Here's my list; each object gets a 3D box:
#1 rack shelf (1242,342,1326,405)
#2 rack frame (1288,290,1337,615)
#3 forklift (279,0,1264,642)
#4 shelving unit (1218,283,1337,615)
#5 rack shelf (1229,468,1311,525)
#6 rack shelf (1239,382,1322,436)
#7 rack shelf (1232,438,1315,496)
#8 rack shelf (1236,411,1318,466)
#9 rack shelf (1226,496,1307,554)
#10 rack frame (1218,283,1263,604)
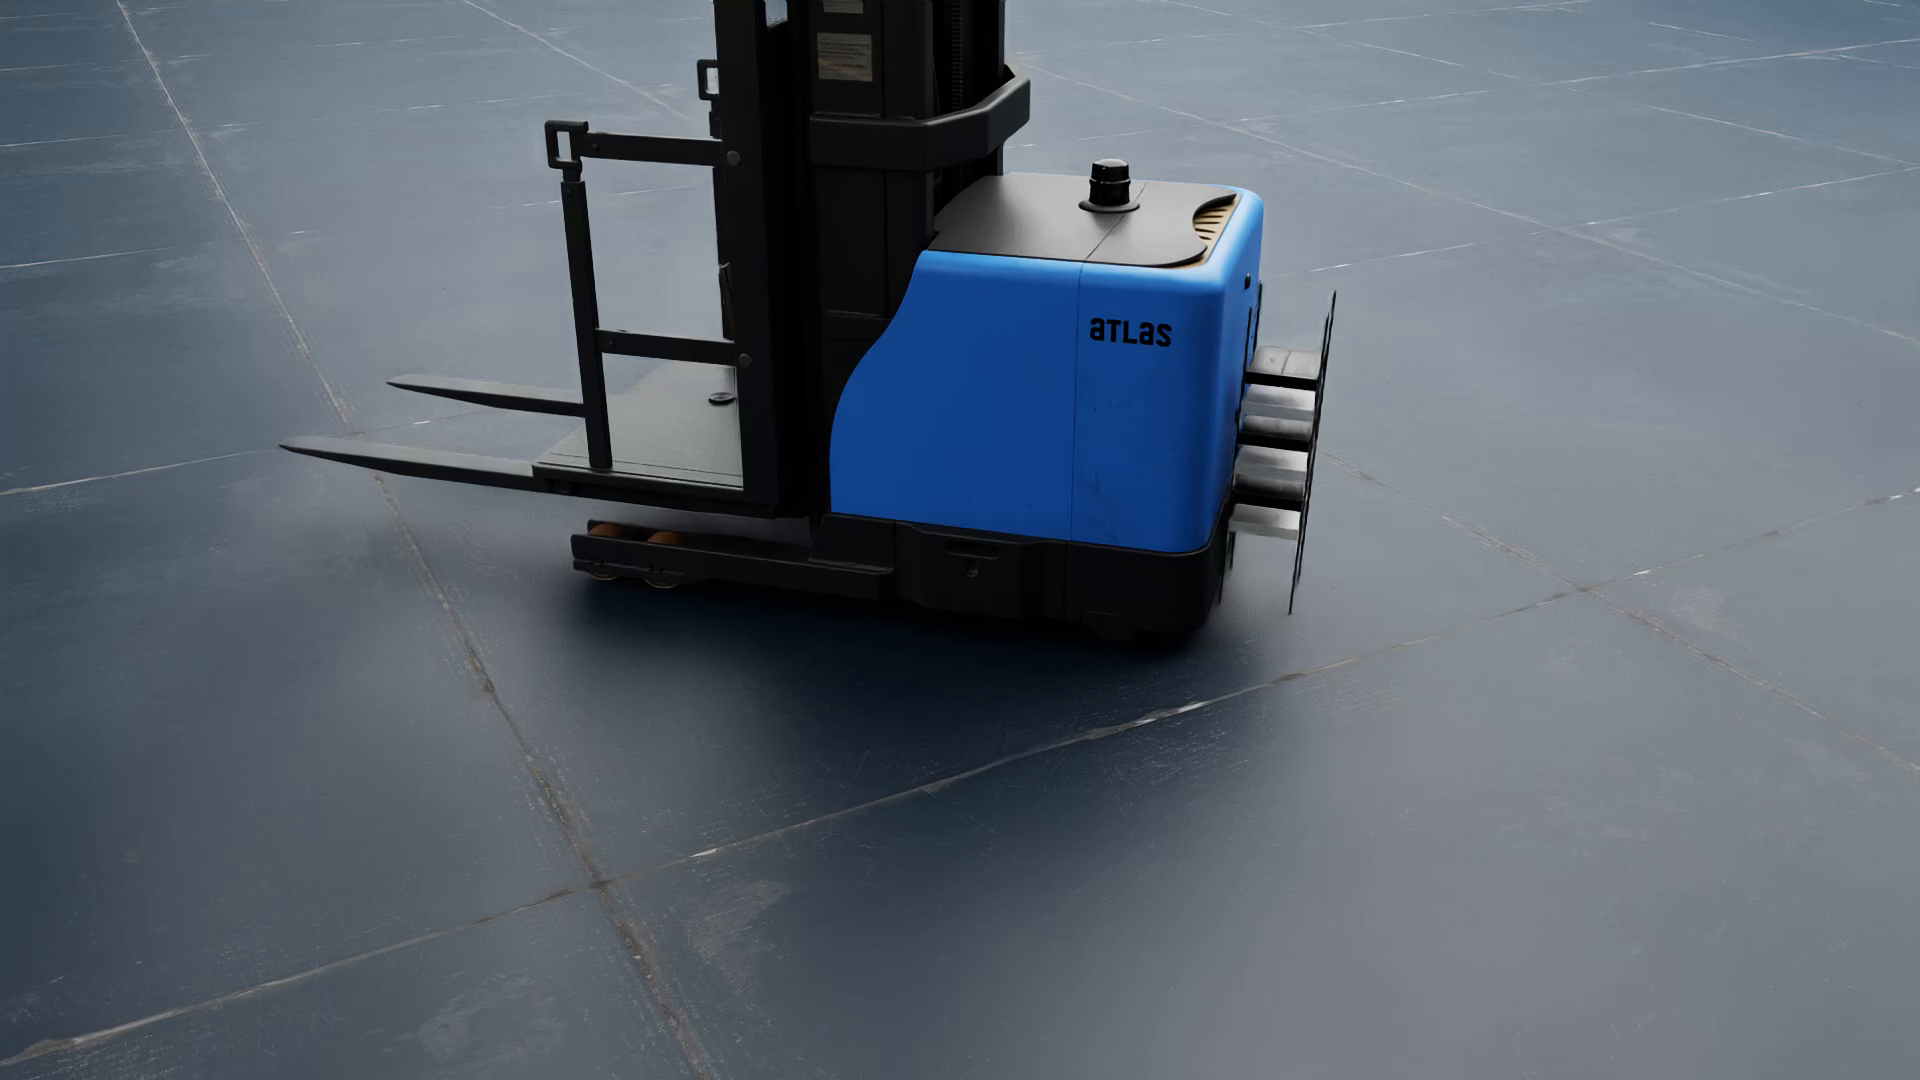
[{"bbox_3d":[0.905,-0.465,4.627,0.200,0.077,0.258,9,27,14],"label":"rack shelf"},{"bbox_3d":[0.996,-0.238,4.706,0.006,0.900,0.240,9,27,14],"label":"rack frame"},{"bbox_3d":[-0.659,-1.386,4.751,3.031,2.935,1.130,7,27,14],"label":"forklift"},{"bbox_3d":[0.899,-0.253,4.731,0.210,0.900,0.258,9,27,14],"label":"shelving unit"},{"bbox_3d":[0.896,-0.142,4.785,0.200,0.077,0.258,9,27,14],"label":"rack shelf"},{"bbox_3d":[0.903,-0.384,4.666,0.200,0.077,0.258,9,27,14],"label":"rack shelf"},{"bbox_3d":[0.898,-0.223,4.745,0.200,0.077,0.258,9,27,14],"label":"rack shelf"},{"bbox_3d":[0.900,-0.304,4.706,0.200,0.077,0.258,9,27,14],"label":"rack shelf"},{"bbox_3d":[0.894,-0.061,4.824,0.200,0.077,0.258,9,27,14],"label":"rack shelf"},{"bbox_3d":[0.801,-0.268,4.755,0.006,0.900,0.240,9,27,14],"label":"rack frame"}]
